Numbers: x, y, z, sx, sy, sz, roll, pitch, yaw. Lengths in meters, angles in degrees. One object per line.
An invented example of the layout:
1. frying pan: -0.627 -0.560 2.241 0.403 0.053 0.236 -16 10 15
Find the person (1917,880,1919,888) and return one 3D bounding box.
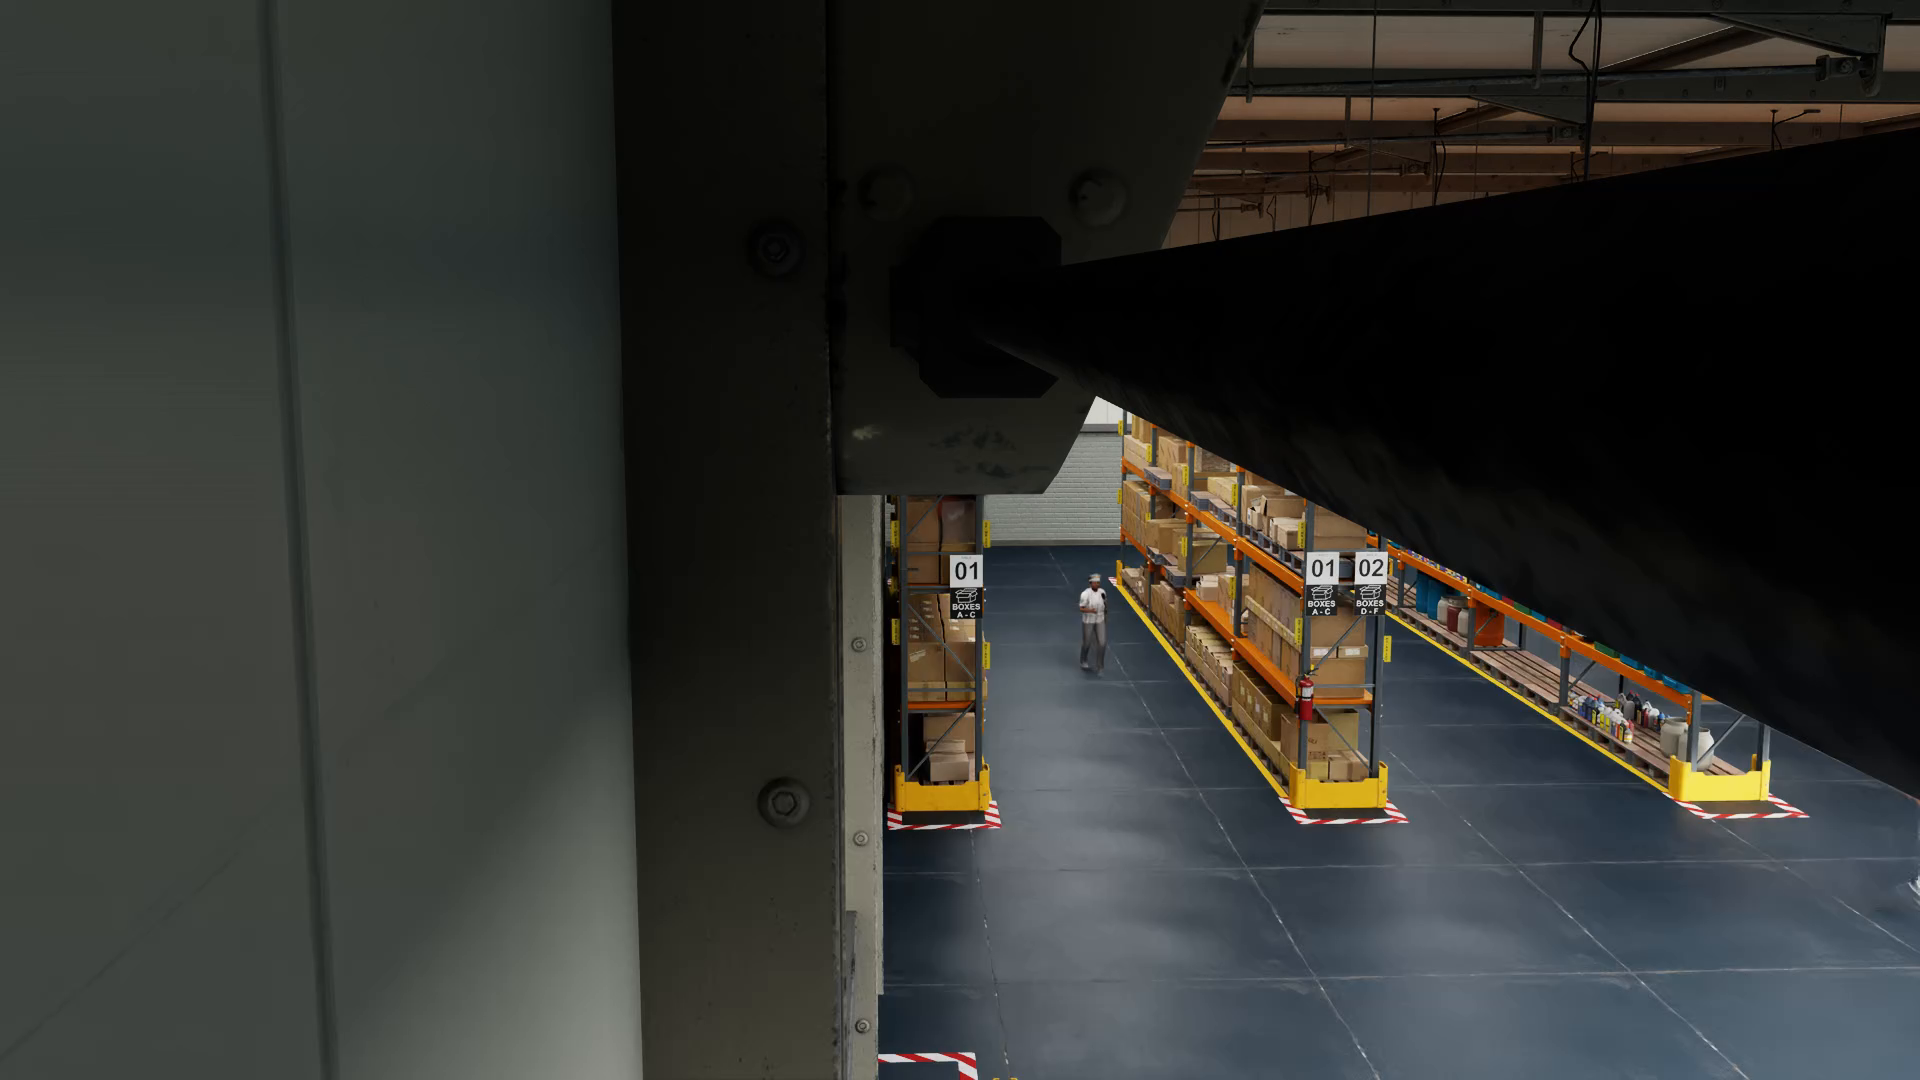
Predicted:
1. person: 10.235 3.037 16.836 0.924 1.645 0.570 3 9 19

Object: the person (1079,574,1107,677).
1. person: 2.228 1.413 27.864 0.526 1.753 0.810 -2 9 -12
